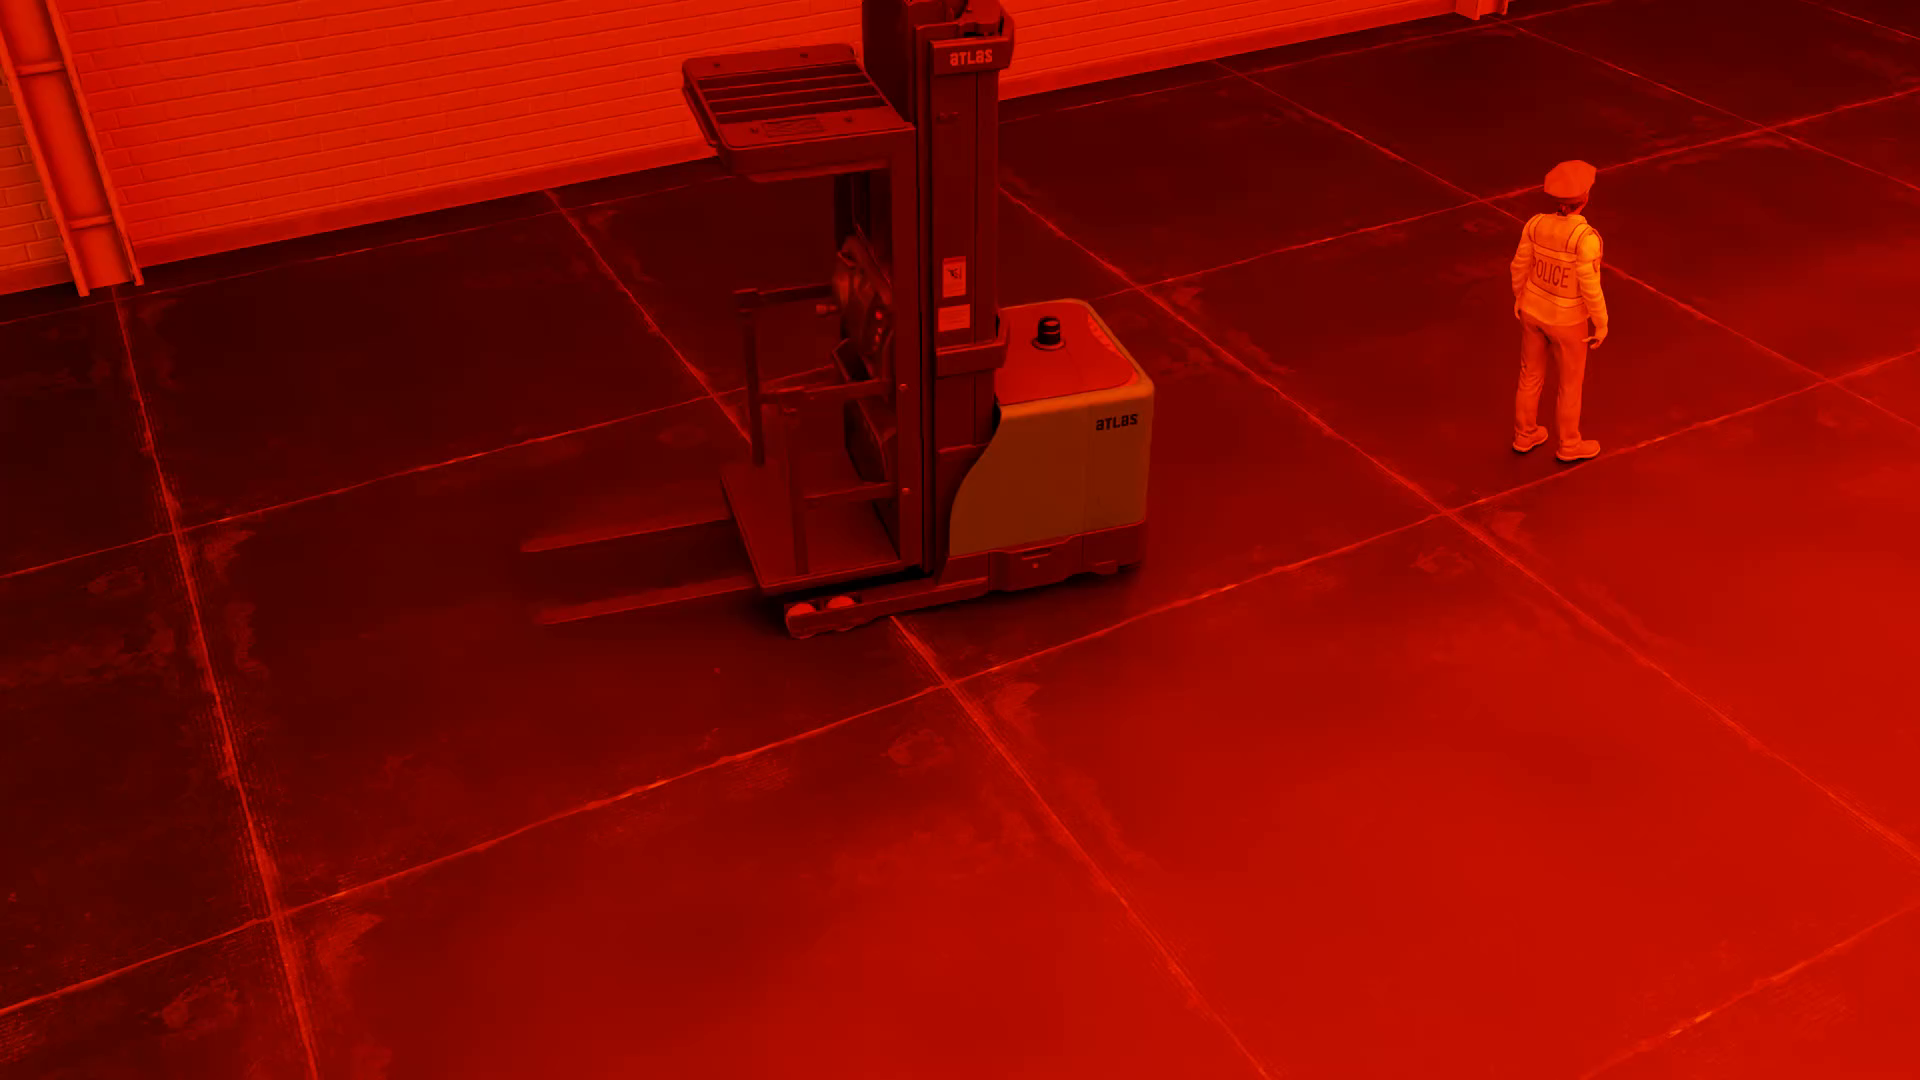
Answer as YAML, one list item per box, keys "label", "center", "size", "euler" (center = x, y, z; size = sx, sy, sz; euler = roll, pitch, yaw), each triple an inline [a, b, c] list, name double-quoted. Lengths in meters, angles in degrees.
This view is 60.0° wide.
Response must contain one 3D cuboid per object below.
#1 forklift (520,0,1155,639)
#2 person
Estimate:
- label: "forklift"
  center: [-0.636, -1.065, 7.629]
  size: [3.031, 2.935, 1.130]
  euler: [-10, 37, -14]
- label: "person"
  center: [3.232, -1.226, 8.917]
  size: [0.531, 1.695, 0.588]
  euler: [-24, 42, -29]
